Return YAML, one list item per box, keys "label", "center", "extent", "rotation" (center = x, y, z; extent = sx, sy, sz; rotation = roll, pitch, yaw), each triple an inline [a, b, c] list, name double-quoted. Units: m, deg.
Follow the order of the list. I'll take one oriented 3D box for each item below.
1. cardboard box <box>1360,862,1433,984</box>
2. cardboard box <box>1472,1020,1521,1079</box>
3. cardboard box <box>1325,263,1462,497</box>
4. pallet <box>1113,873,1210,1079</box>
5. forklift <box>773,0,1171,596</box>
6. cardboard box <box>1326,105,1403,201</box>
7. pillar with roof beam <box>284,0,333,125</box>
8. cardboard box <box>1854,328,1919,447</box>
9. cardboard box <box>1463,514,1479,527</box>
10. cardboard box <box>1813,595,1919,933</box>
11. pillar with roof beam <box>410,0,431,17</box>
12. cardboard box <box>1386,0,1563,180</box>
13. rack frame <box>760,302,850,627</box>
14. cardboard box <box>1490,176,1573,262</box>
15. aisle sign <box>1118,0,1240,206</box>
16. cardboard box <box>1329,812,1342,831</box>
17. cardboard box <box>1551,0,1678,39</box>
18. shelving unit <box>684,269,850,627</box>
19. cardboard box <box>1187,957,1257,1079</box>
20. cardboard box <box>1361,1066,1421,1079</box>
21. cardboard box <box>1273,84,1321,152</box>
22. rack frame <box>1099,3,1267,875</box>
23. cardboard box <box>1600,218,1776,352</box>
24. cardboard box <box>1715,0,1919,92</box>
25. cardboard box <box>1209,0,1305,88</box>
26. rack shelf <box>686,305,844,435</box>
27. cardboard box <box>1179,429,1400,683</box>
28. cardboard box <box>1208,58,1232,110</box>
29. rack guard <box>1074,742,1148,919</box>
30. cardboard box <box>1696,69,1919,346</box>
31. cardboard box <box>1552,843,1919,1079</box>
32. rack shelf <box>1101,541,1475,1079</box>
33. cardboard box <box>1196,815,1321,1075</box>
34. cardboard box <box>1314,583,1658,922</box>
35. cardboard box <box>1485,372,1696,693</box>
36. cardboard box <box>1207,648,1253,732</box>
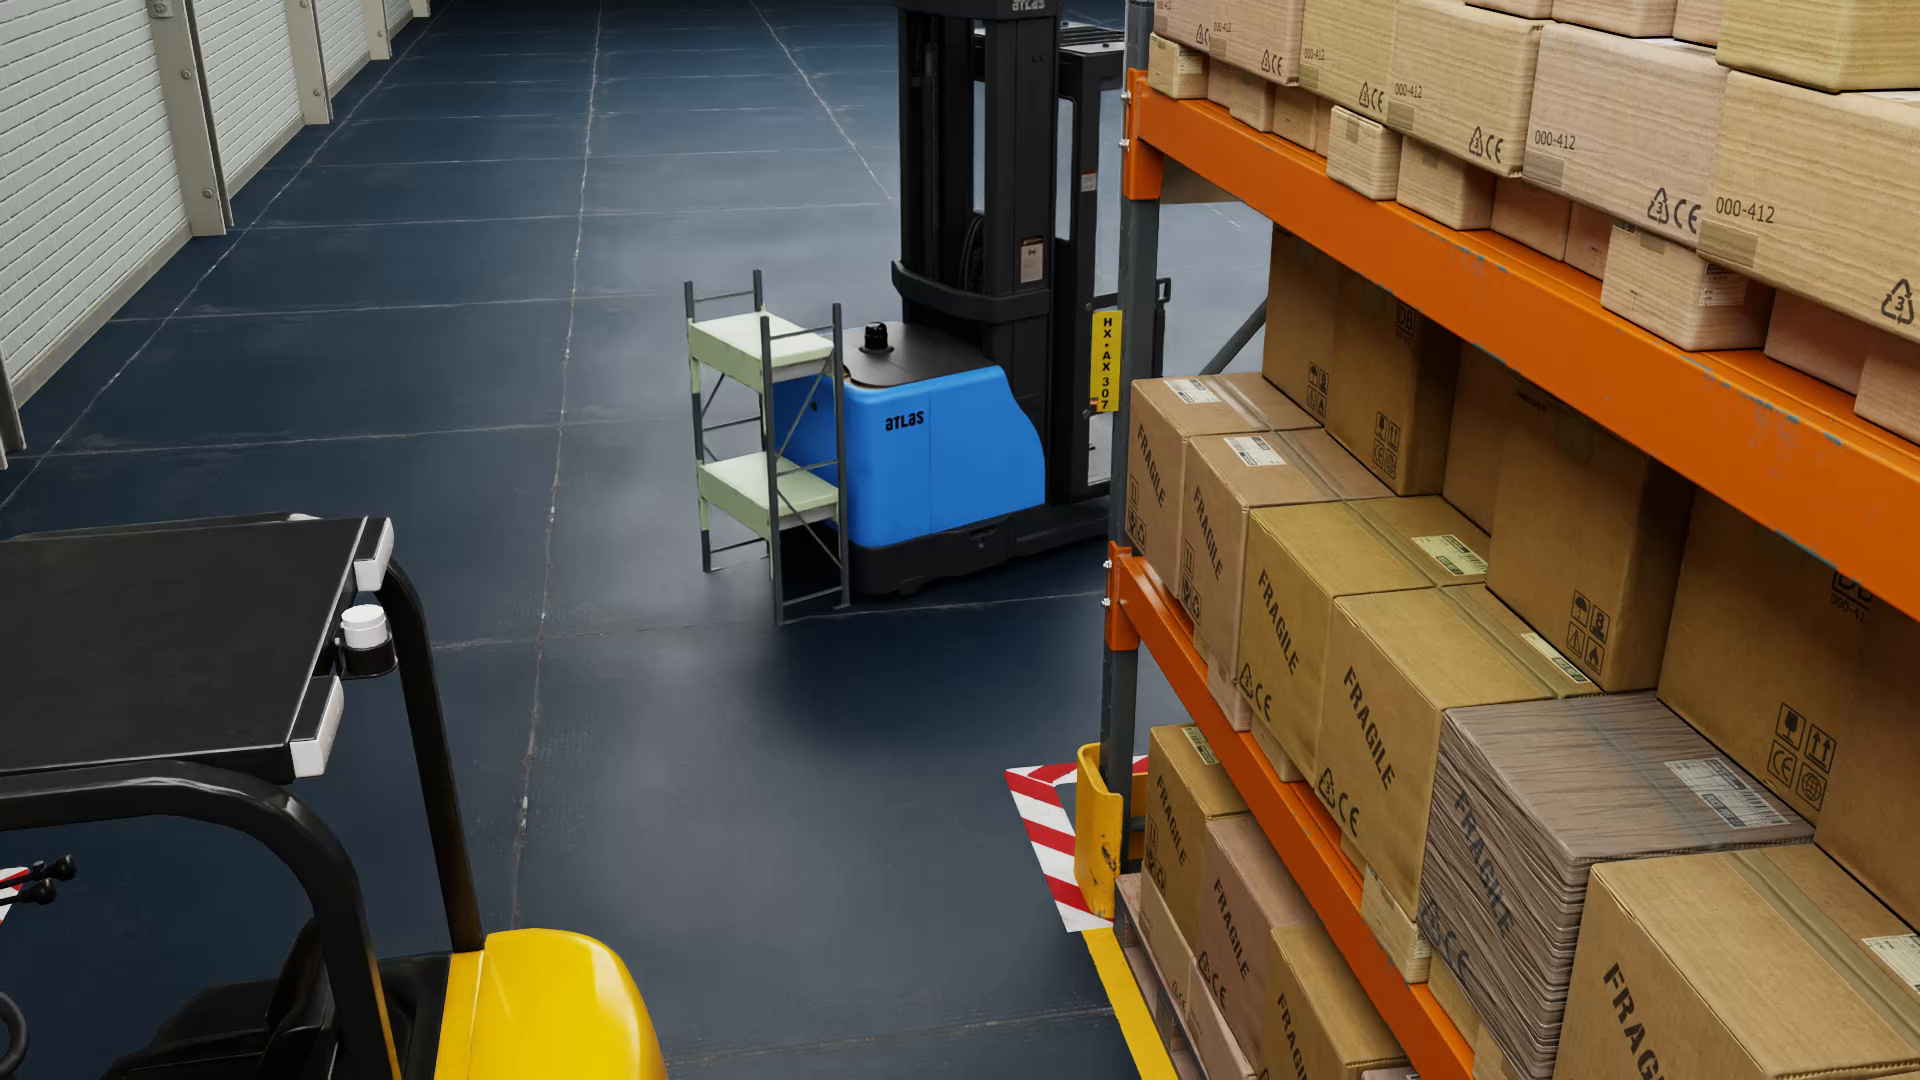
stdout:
- label: "cardboard box"
  center: [1.080, 0.784, 3.521]
  extent: [0.380, 0.149, 0.250]
  rotation: [-4, 24, -9]
- label: "cardboard box"
  center: [1.182, 0.985, 3.060]
  extent: [0.380, 0.149, 0.250]
  rotation: [-5, 24, -11]
- label: "cardboard box"
  center: [1.387, -0.456, 4.300]
  extent: [0.700, 0.500, 0.500]
  rotation: [-4, 24, -9]
- label: "pallet"
  center: [1.122, 1.430, 5.212]
  extent: [1.003, 0.211, 1.213]
  rotation: [-4, 24, -10]
- label: "forklift"
  center: [0.511, -1.514, 8.555]
  extent: [3.031, 2.935, 1.130]
  rotation: [-15, 28, -31]
- label: "cardboard box"
  center: [0.977, -0.797, 3.393]
  extent: [0.380, 0.149, 0.250]
  rotation: [-4, 24, -9]
- label: "pillar with roof beam"
  center: [-3.740, -9.638, 19.575]
  extent: [9.100, 9.000, 0.400]
  rotation: [-4, 24, -10]
- label: "cardboard box"
  center: [1.342, -0.192, 2.009]
  extent: [0.380, 0.149, 0.250]
  rotation: [-4, 24, -9]
- label: "cardboard box"
  center: [1.540, 0.205, 4.035]
  extent: [0.500, 0.500, 0.500]
  rotation: [-4, 24, -10]
- label: "cardboard box"
  center: [1.790, 0.341, 2.475]
  extent: [0.700, 0.500, 0.500]
  rotation: [-4, 24, -9]
- label: "pillar with roof beam"
  center: [-5.959, -14.358, 30.383]
  extent: [9.100, 9.000, 0.400]
  rotation: [-4, 24, -10]
- label: "cardboard box"
  center: [1.102, -0.821, 2.951]
  extent: [0.500, 0.250, 0.500]
  rotation: [-4, 24, -9]
- label: "rack frame"
  center: [-0.700, -0.327, 7.625]
  extent: [0.400, 1.500, 0.023]
  rotation: [-16, 28, -32]
- label: "cardboard box"
  center: [1.181, -0.603, 2.948]
  extent: [0.380, 0.149, 0.250]
  rotation: [-5, 24, -10]
- label: "aisle sign"
  center: [0.676, -1.393, 4.943]
  extent: [0.394, 0.787, 0.004]
  rotation: [-4, 24, -10]
- label: "cardboard box"
  center: [1.072, 0.575, 4.000]
  extent: [0.380, 0.149, 0.250]
  rotation: [-3, 24, -8]
- label: "cardboard box"
  center: [1.152, -0.865, 2.553]
  extent: [0.380, 0.149, 0.250]
  rotation: [-4, 24, -9]
- label: "shelving unit"
  center: [-0.911, -0.447, 7.899]
  extent: [0.431, 1.500, 0.755]
  rotation: [-16, 28, -32]
- label: "cardboard box"
  center: [0.956, 1.407, 4.692]
  extent: [0.500, 0.250, 0.500]
  rotation: [-3, 24, -8]
- label: "cardboard box"
  center: [1.167, 1.484, 3.578]
  extent: [0.500, 0.500, 0.500]
  rotation: [-3, 24, -7]
- label: "cardboard box"
  center: [0.956, -1.006, 3.872]
  extent: [0.380, 0.149, 0.250]
  rotation: [-4, 24, -10]
- label: "rack frame"
  center: [0.992, -0.200, 5.460]
  extent: [1.000, 3.000, 0.127]
  rotation: [-4, 24, -10]
- label: "cardboard box"
  center: [1.197, -0.393, 2.469]
  extent: [0.380, 0.149, 0.250]
  rotation: [-4, 24, -8]
- label: "cardboard box"
  center: [1.198, -0.658, 2.078]
  extent: [0.380, 0.149, 0.250]
  rotation: [-4, 24, -8]
- label: "cardboard box"
  center: [0.907, -1.226, 3.877]
  extent: [0.500, 0.250, 0.500]
  rotation: [-5, 24, -11]
- label: "rack shelf"
  center: [-0.911, -0.804, 7.743]
  extent: [0.431, 0.370, 0.720]
  rotation: [-16, 28, -32]
- label: "cardboard box"
  center: [0.906, 0.028, 4.441]
  extent: [0.500, 0.500, 0.500]
  rotation: [-4, 24, -8]
- label: "cardboard box"
  center: [0.871, -1.208, 4.335]
  extent: [0.380, 0.149, 0.250]
  rotation: [-5, 24, -11]
- label: "rack guard"
  center: [1.006, 0.976, 5.892]
  extent: [1.175, 0.500, 0.348]
  rotation: [-4, 24, -10]
- label: "cardboard box"
  center: [1.291, -0.421, 2.034]
  extent: [0.500, 0.250, 0.500]
  rotation: [-5, 24, -11]
- label: "cardboard box"
  center: [1.303, 0.833, 2.598]
  extent: [0.500, 0.500, 0.500]
  rotation: [-4, 24, -8]
- label: "rack shelf"
  center: [1.362, 0.916, 3.803]
  extent: [1.077, 0.370, 4.000]
  rotation: [-4, 24, -10]
- label: "cardboard box"
  center: [0.975, 1.076, 4.511]
  extent: [0.500, 0.500, 0.500]
  rotation: [-5, 24, -12]
- label: "cardboard box"
  center: [1.103, 0.428, 3.526]
  extent: [0.500, 0.500, 0.500]
  rotation: [-5, 24, -11]
- label: "cardboard box"
  center: [1.538, -0.056, 3.385]
  extent: [0.700, 0.500, 0.500]
  rotation: [-4, 24, -10]
- label: "cardboard box"
  center: [0.883, 0.376, 4.455]
  extent: [0.380, 0.149, 0.250]
  rotation: [-4, 24, -9]
